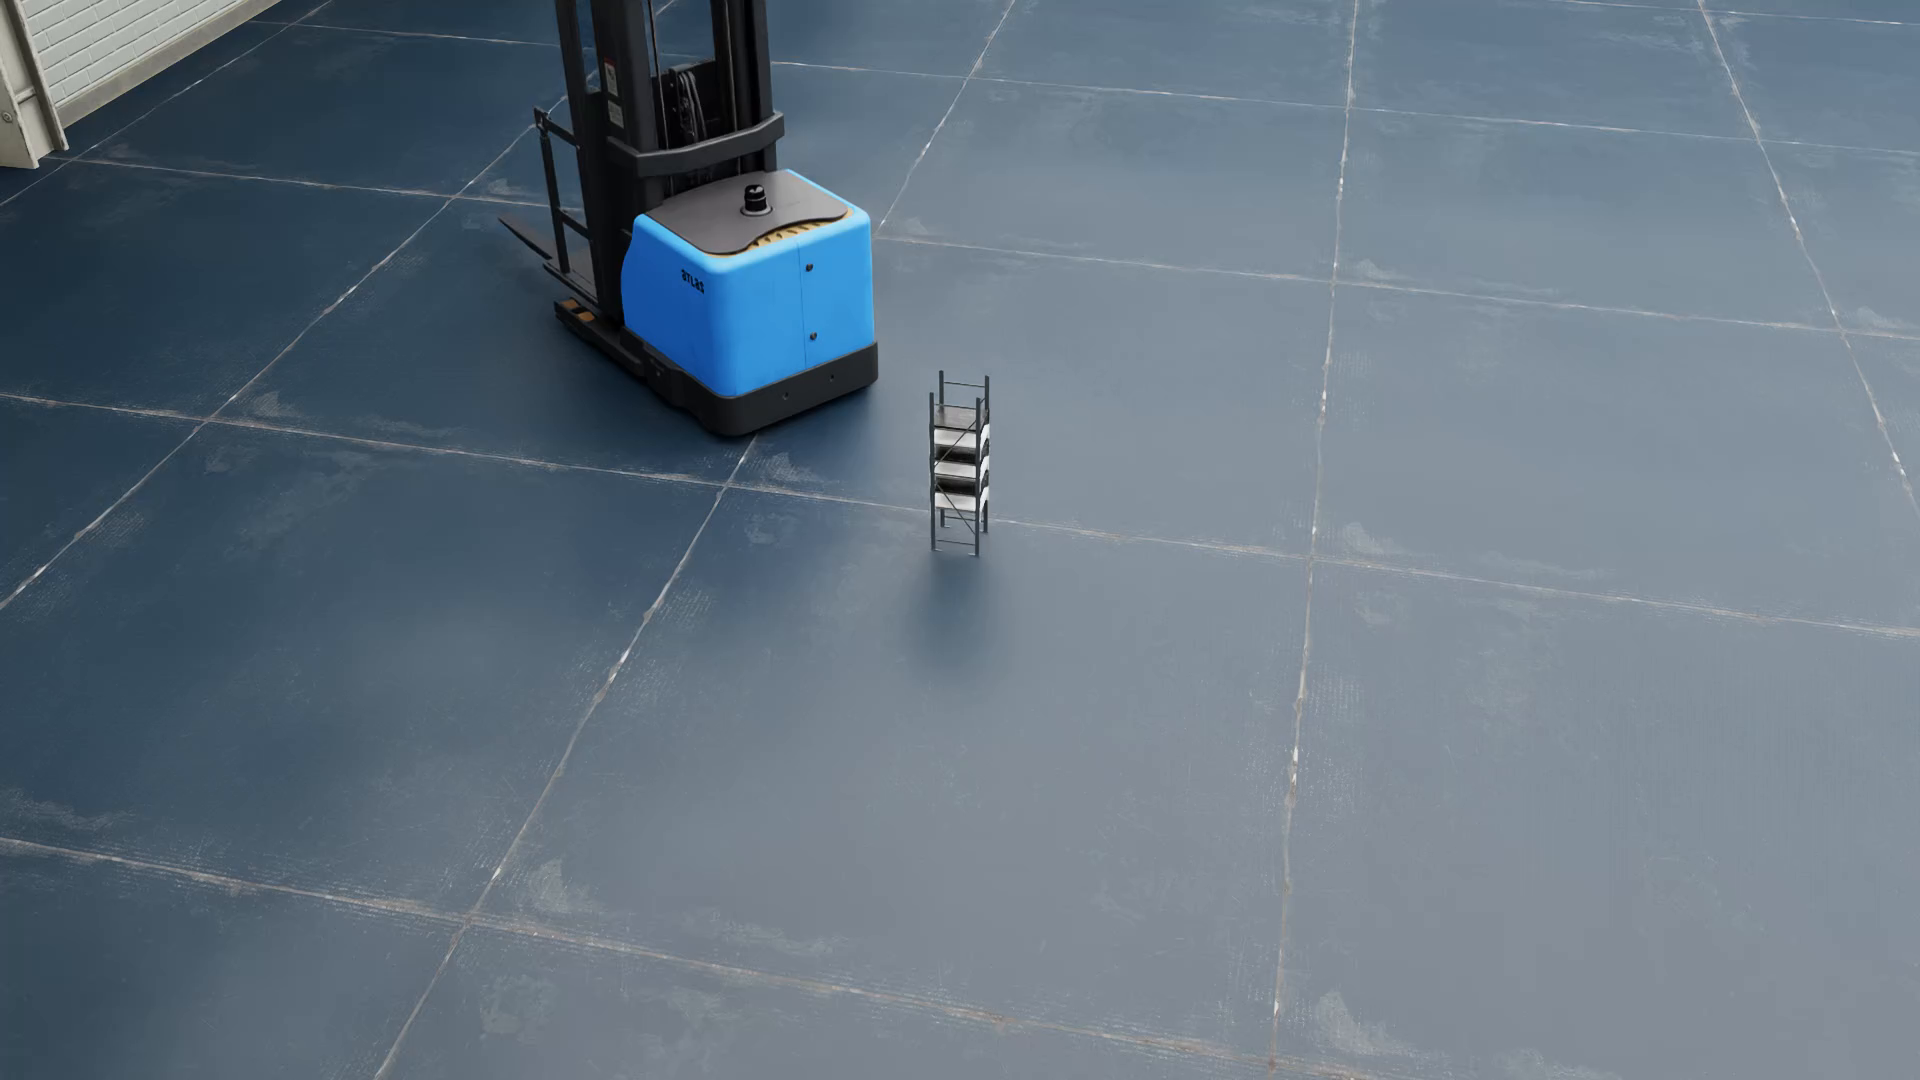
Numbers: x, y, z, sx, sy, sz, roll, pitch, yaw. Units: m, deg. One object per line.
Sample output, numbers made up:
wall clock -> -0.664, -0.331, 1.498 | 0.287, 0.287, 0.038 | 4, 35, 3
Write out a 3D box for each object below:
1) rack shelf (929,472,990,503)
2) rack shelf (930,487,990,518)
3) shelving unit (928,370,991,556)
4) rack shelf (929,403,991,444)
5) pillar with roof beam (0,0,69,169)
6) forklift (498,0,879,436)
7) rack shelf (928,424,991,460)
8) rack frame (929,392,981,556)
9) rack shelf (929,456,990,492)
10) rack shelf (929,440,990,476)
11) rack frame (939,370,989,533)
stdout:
rack shelf -> -0.002, -0.260, 8.052 | 0.258, 0.077, 0.200 | 7, 37, 10
rack shelf -> -0.002, -0.187, 8.105 | 0.258, 0.077, 0.200 | 7, 37, 10
shelving unit -> -0.002, -0.360, 7.980 | 0.258, 0.900, 0.210 | 7, 37, 10
rack shelf -> -0.002, -0.551, 7.841 | 0.258, 0.077, 0.200 | 7, 37, 10
pillar with roof beam -> -2.536, -5.896, 8.717 | 9.100, 9.000, 0.400 | 7, 37, 10
forklift -> -1.780, -2.541, 9.258 | 1.130, 2.935, 3.031 | -25, 43, -31
rack shelf -> -0.002, -0.478, 7.893 | 0.258, 0.077, 0.200 | 7, 37, 10
rack frame -> -0.023, -0.301, 7.899 | 0.240, 0.900, 0.006 | 7, 37, 10
rack shelf -> -0.002, -0.333, 7.999 | 0.258, 0.077, 0.200 | 7, 37, 10
rack shelf -> -0.002, -0.406, 7.946 | 0.258, 0.077, 0.200 | 7, 37, 10
rack frame -> 0.020, -0.418, 8.060 | 0.240, 0.900, 0.006 | 7, 37, 10
